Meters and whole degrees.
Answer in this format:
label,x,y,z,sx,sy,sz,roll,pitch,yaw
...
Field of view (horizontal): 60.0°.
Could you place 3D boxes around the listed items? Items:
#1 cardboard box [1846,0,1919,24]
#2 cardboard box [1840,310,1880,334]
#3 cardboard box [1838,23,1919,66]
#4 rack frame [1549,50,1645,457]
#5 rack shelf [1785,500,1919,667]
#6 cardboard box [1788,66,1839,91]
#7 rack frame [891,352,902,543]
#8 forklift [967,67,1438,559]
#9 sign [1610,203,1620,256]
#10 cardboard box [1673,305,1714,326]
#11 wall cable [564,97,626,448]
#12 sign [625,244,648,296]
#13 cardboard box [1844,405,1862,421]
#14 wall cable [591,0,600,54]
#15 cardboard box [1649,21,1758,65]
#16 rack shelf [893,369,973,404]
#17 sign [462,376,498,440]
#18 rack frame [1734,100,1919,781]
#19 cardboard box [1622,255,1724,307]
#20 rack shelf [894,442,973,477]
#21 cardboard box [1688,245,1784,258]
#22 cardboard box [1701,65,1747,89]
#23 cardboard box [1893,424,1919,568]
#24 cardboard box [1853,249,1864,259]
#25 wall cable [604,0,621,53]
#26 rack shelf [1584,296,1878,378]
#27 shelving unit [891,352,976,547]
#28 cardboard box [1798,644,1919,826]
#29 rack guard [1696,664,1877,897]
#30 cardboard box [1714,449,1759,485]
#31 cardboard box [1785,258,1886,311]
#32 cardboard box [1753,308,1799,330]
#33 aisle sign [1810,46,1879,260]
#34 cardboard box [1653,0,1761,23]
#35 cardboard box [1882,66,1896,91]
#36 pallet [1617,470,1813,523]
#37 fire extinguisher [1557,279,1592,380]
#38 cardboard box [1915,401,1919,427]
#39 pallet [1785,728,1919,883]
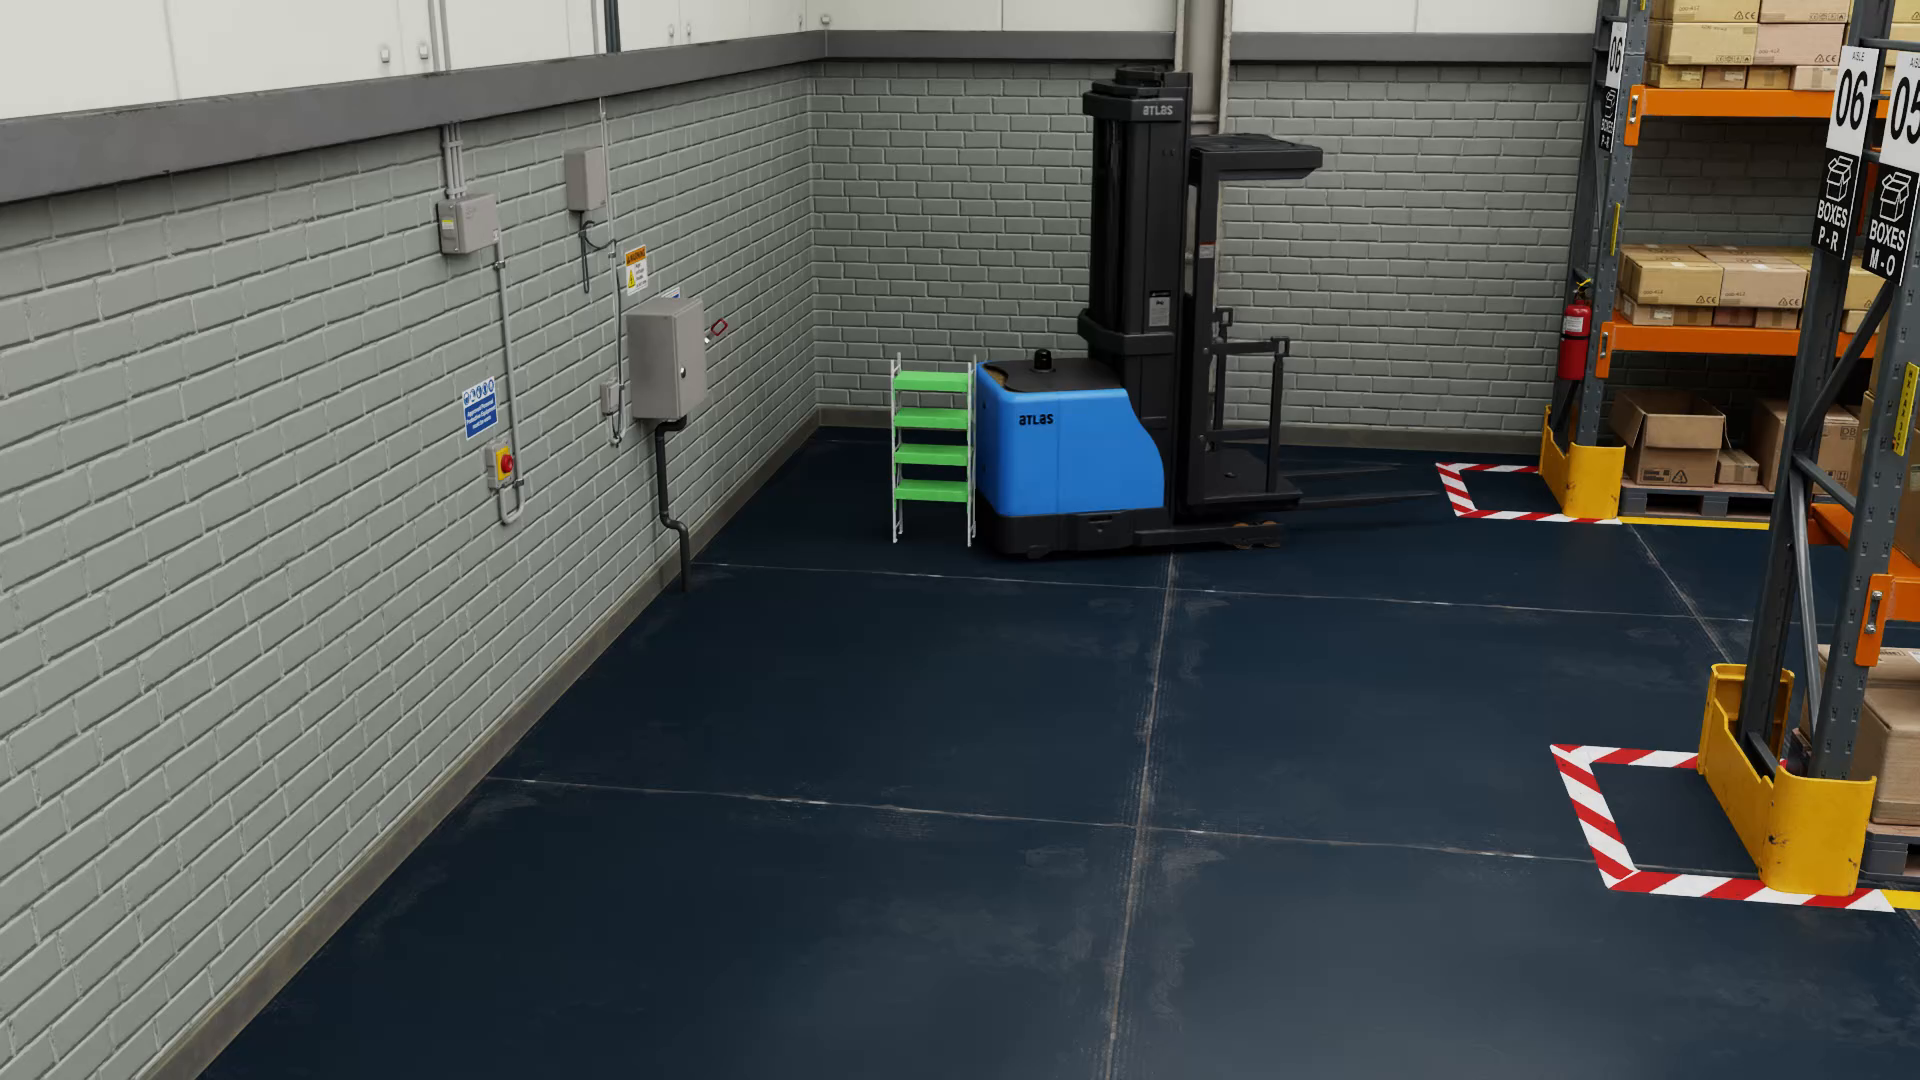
label,x,y,z,sx,sy,sz,roll,pitch,yaw
cardboard box,5.681,-3.328,10.275,0.500,0.250,0.500,3,19,8
cardboard box,5.831,-1.450,10.805,0.250,0.149,0.380,2,19,7
cardboard box,5.689,-3.088,10.344,0.500,0.250,0.500,2,19,7
rack frame,4.285,-1.752,11.312,0.127,3.000,1.000,3,19,9
rack shelf,5.476,0.245,6.477,4.000,0.370,1.077,3,19,9
cardboard box,5.307,-2.899,10.407,0.250,0.149,0.380,3,19,10
rack frame,-0.406,-0.589,10.674,0.015,1.200,0.240,3,19,9
forklift,1.617,-1.490,10.636,3.031,2.935,1.130,-4,19,-11
sign,4.199,-1.993,10.667,0.005,0.325,0.100,3,19,9
cardboard box,4.825,-1.532,11.051,0.250,0.149,0.380,3,19,10
wall cable,-1.856,-1.400,8.659,0.122,1.984,0.588,3,19,9
sign,-1.805,-1.509,9.284,0.001,0.242,0.339,3,19,9
cardboard box,6.218,-0.592,11.123,0.500,0.500,0.500,3,19,10
wall cable,-2.037,-3.475,7.008,0.029,3.000,2.355,3,19,9
cardboard box,4.680,-3.137,10.490,0.500,0.250,0.500,3,19,8
rack shelf,-0.165,-0.972,10.505,0.480,0.148,0.258,3,19,9
sign,-2.137,-0.589,7.412,0.001,0.218,0.327,3,19,9
rack frame,3.502,-0.197,6.664,0.127,3.000,1.000,3,19,9
cardboard box,4.691,-1.715,10.968,0.500,0.250,0.500,3,19,9
rack shelf,-0.165,-0.517,10.658,0.480,0.148,0.258,3,19,9
cardboard box,5.291,-1.856,11.389,0.500,0.250,0.500,3,19,9
cardboard box,4.826,-2.962,10.596,0.250,0.149,0.380,3,19,10
cardboard box,3.930,-0.130,6.307,0.500,0.500,0.500,3,19,8
cardboard box,6.295,-1.803,11.232,0.500,0.250,0.500,3,19,9
wall cable,-1.558,-4.364,9.604,0.133,3.039,2.988,3,19,9
rack shelf,6.260,-1.310,11.126,4.000,0.370,1.077,3,19,9
shelving unit,-0.165,-0.577,10.637,0.503,1.200,0.258,3,19,9
cardboard box,4.169,0.821,6.998,0.875,0.438,0.875,2,19,7
rack guard,3.478,0.987,7.064,0.348,0.500,1.175,3,19,9
cardboard box,5.288,-0.505,11.417,0.250,0.149,0.380,2,19,6
cardboard box,5.689,-1.665,10.820,0.500,0.250,0.500,3,19,8
cardboard box,5.330,-1.498,10.948,0.250,0.149,0.380,4,19,10
aisle sign,3.480,-1.530,6.553,0.004,0.787,0.394,3,19,9
cardboard box,4.684,-3.381,10.432,0.500,0.250,0.500,3,19,8
cardboard box,5.820,-2.895,10.395,0.250,0.149,0.380,3,19,8
pallet,5.148,-0.386,11.624,1.213,0.211,1.003,3,19,9
fire extinguisher,4.067,-1.401,10.973,0.183,0.674,0.296,3,19,9
cardboard box,3.930,-0.605,6.151,0.500,0.500,0.500,3,19,7
pallet,4.304,1.141,7.060,1.213,0.211,1.003,3,19,9
